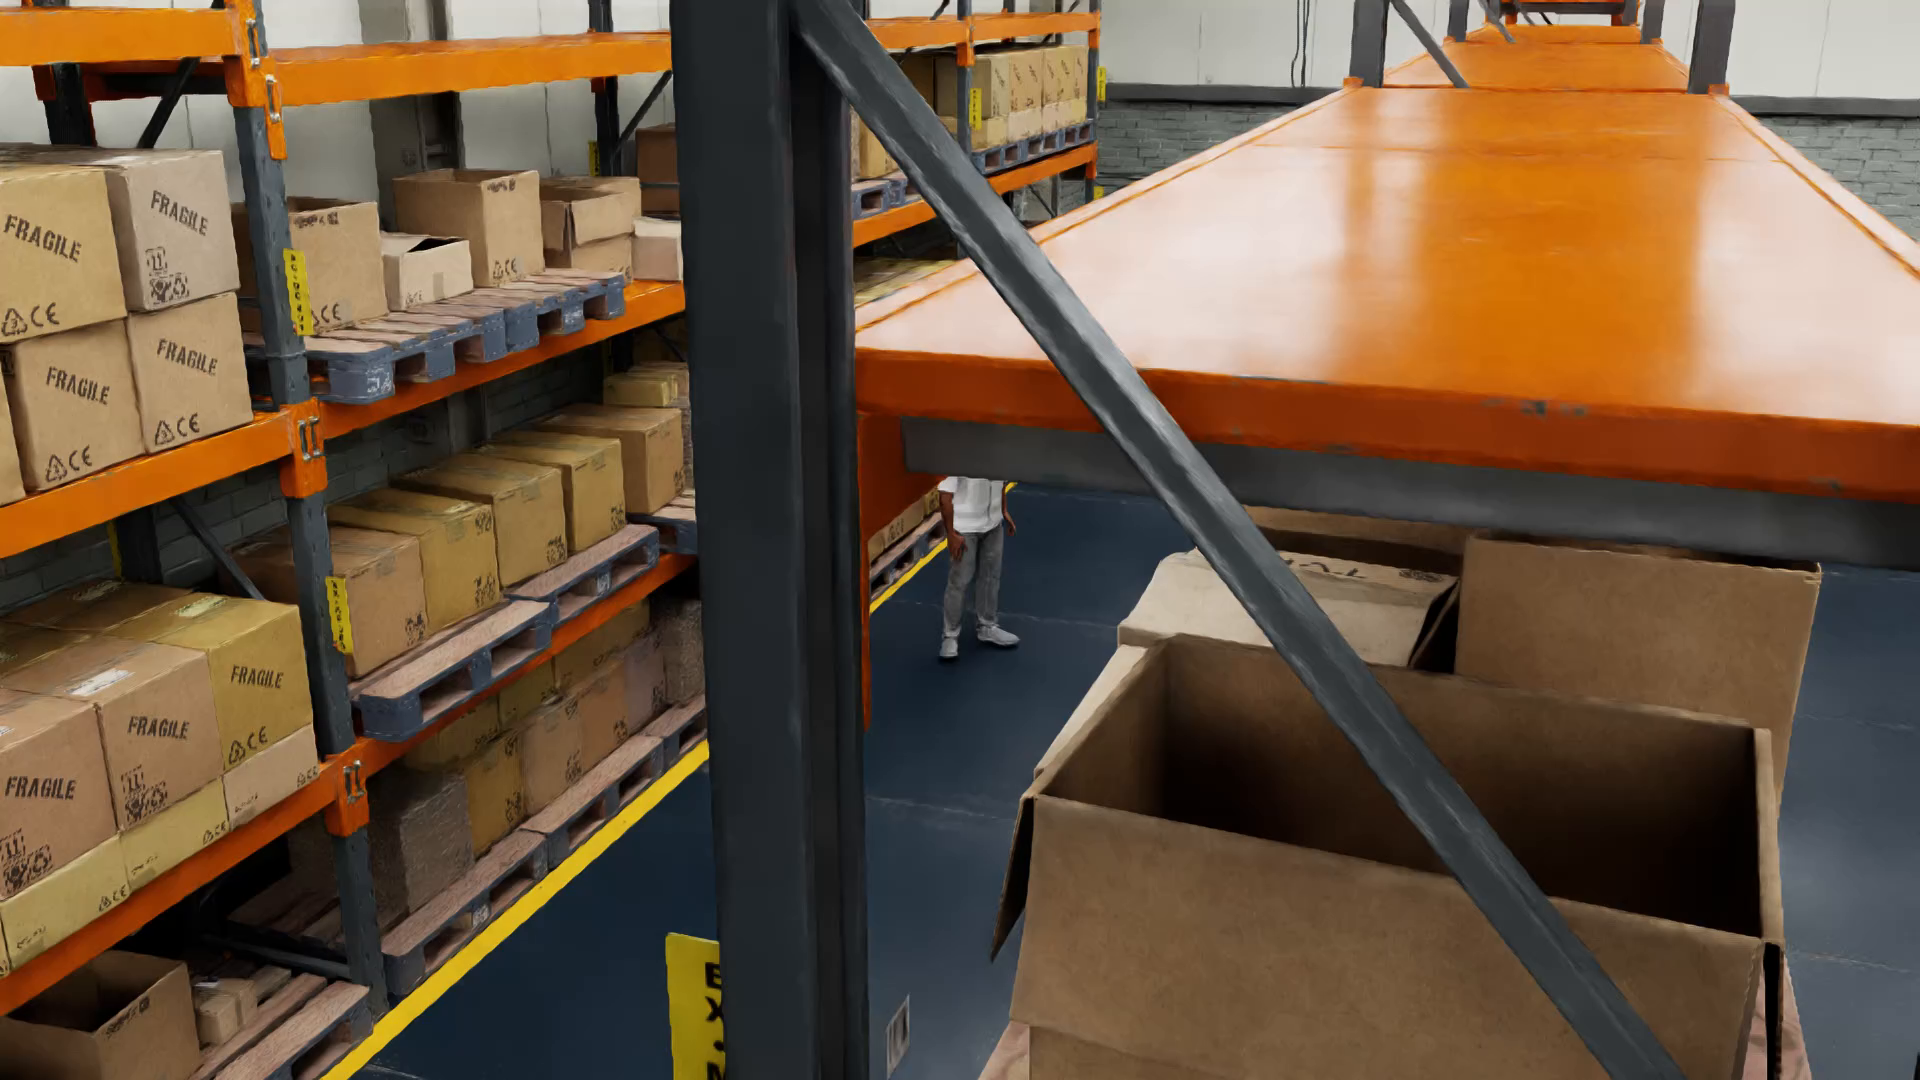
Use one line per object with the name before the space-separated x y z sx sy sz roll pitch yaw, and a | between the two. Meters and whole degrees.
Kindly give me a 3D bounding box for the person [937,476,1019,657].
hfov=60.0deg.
person | 0.121 -0.105 11.246 0.664 1.768 0.381 -17 25 -42
